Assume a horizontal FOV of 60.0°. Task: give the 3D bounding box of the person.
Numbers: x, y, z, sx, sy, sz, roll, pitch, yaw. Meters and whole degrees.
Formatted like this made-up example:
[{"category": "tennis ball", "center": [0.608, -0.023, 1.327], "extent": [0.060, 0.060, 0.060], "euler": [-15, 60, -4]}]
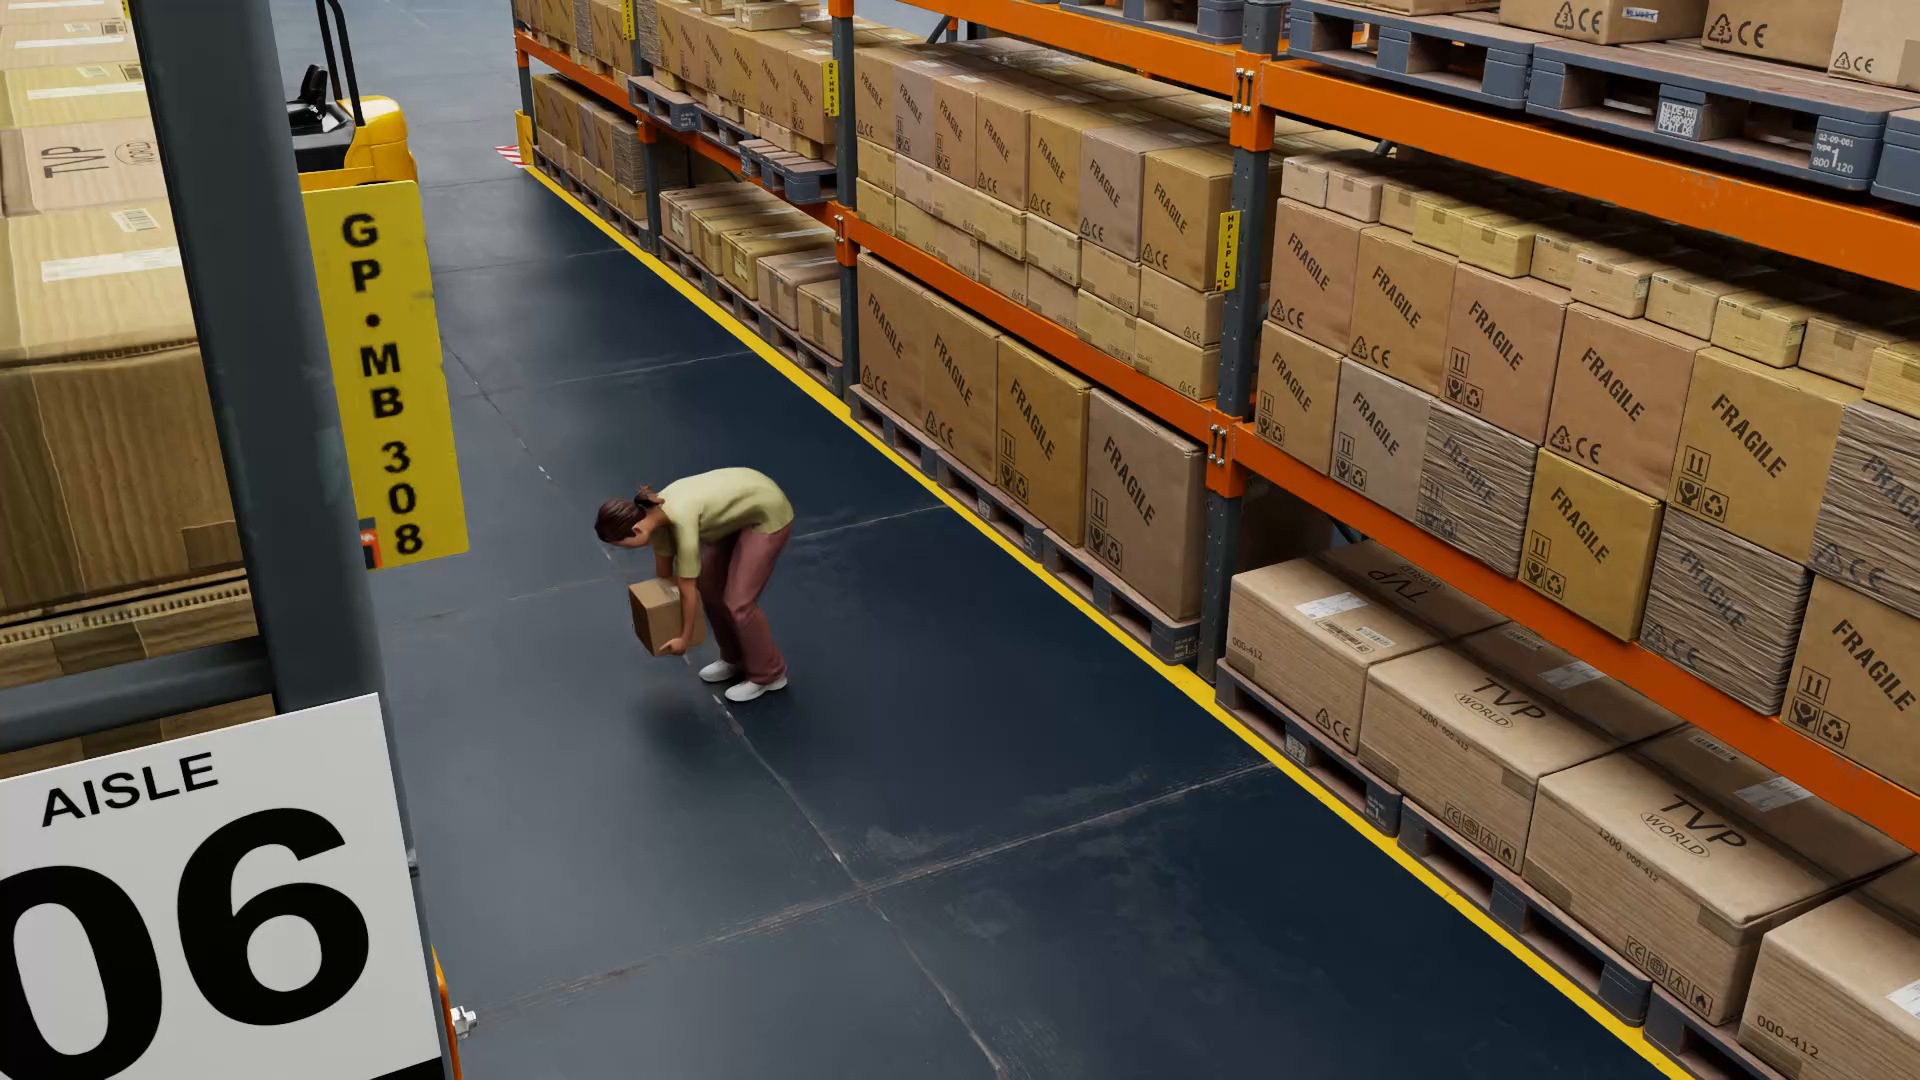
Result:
[{"category": "person", "center": [-1.151, 0.217, 7.363], "extent": [0.872, 1.069, 0.423], "euler": [-14, 29, -27]}]
